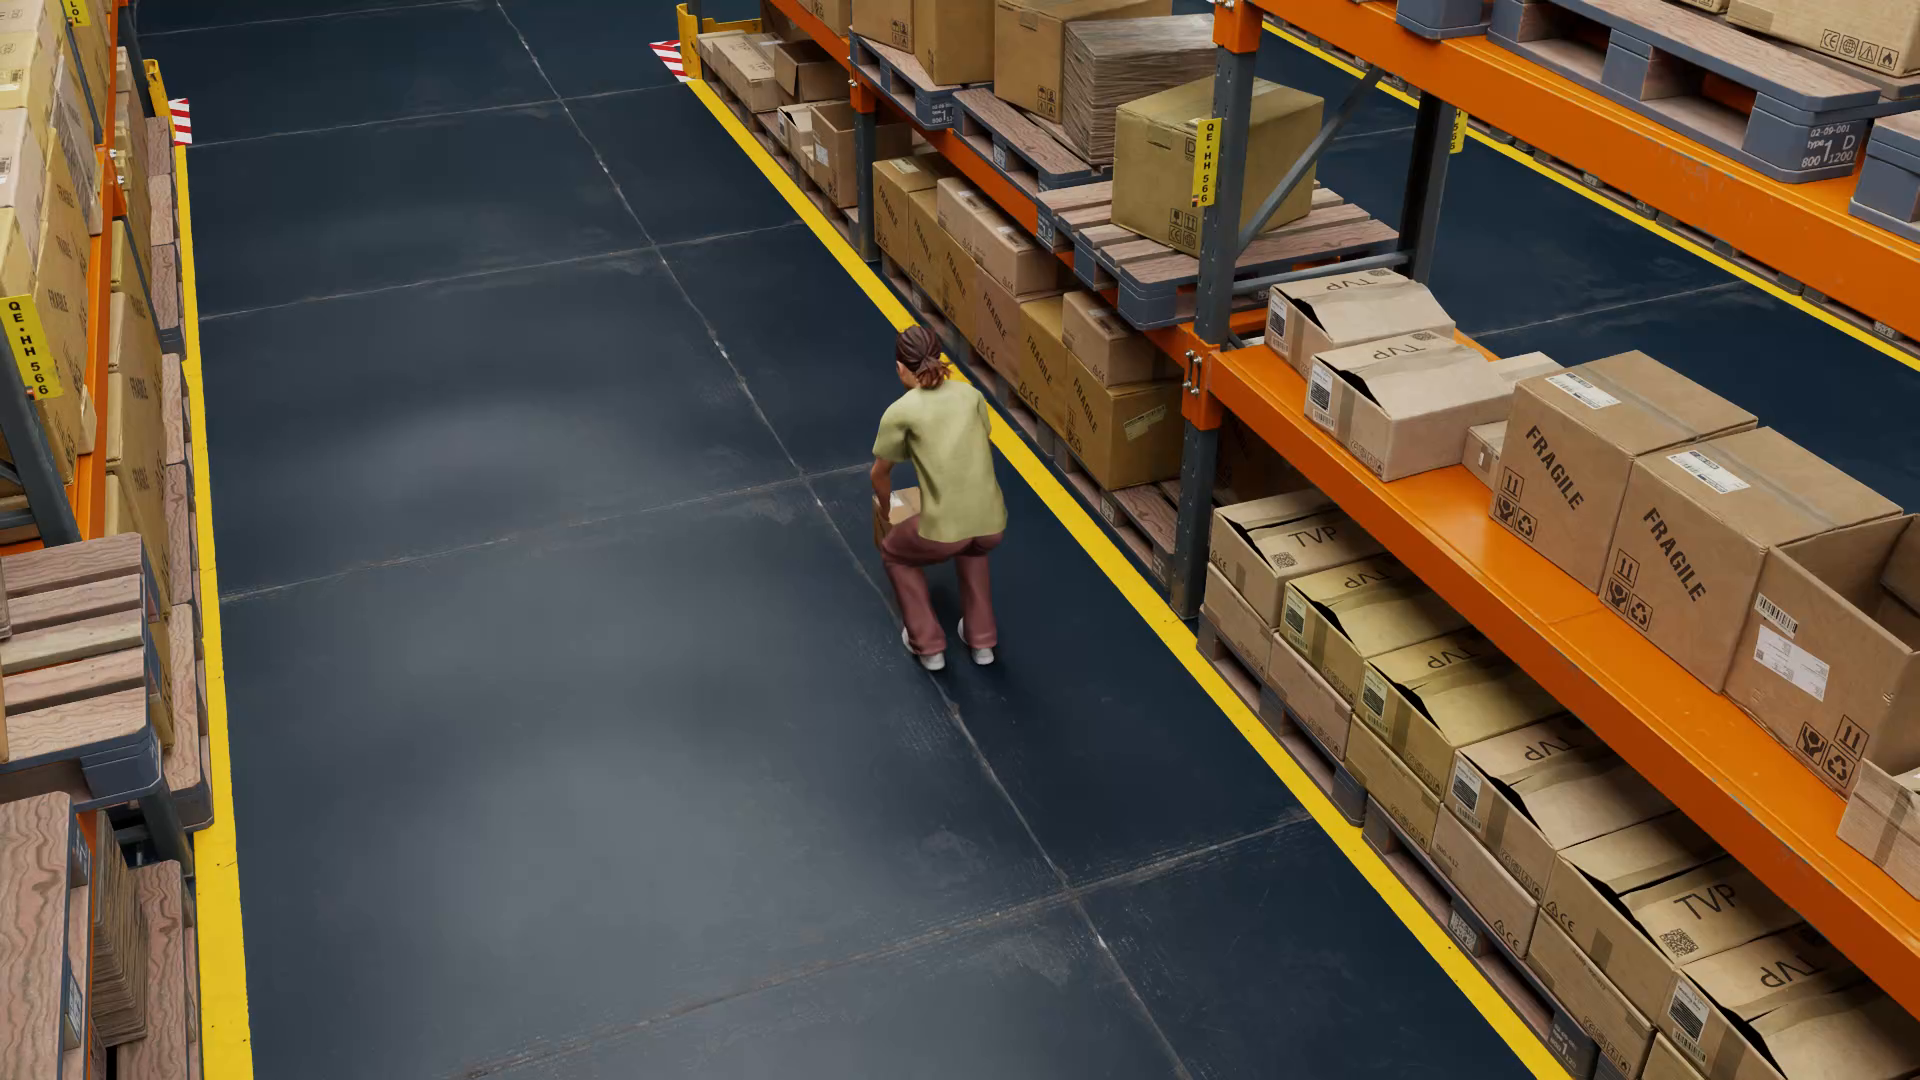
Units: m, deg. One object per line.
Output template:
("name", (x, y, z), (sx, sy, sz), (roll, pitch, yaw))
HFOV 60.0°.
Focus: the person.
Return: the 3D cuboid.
("person", (-0.089, -0.129, 6.599), (0.510, 1.391, 0.634), (-12, 35, -18))
